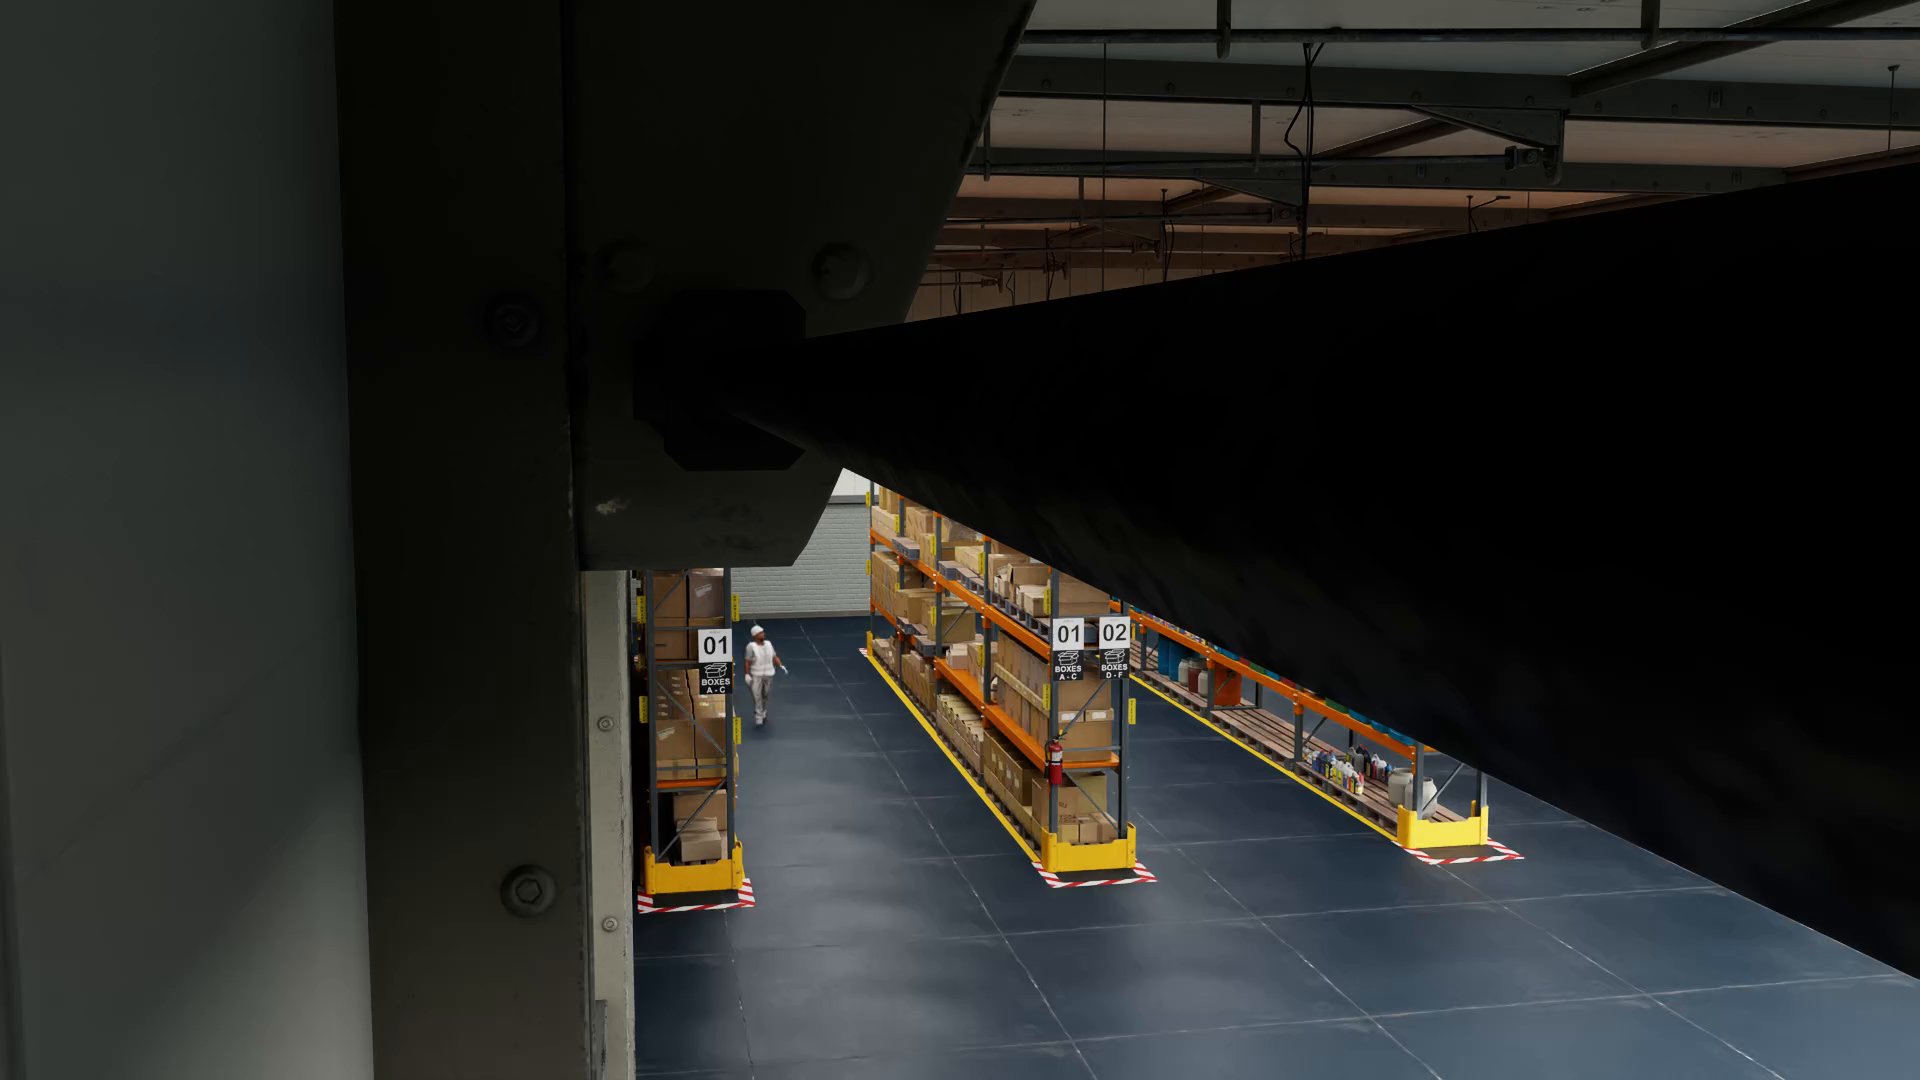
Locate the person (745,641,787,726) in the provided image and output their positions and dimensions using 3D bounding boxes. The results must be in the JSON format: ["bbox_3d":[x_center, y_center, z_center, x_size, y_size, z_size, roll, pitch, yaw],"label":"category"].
[{"bbox_3d":[-3.429,2.509,29.411,0.722,1.431,1.089,-1,6,-13],"label":"person"}]
